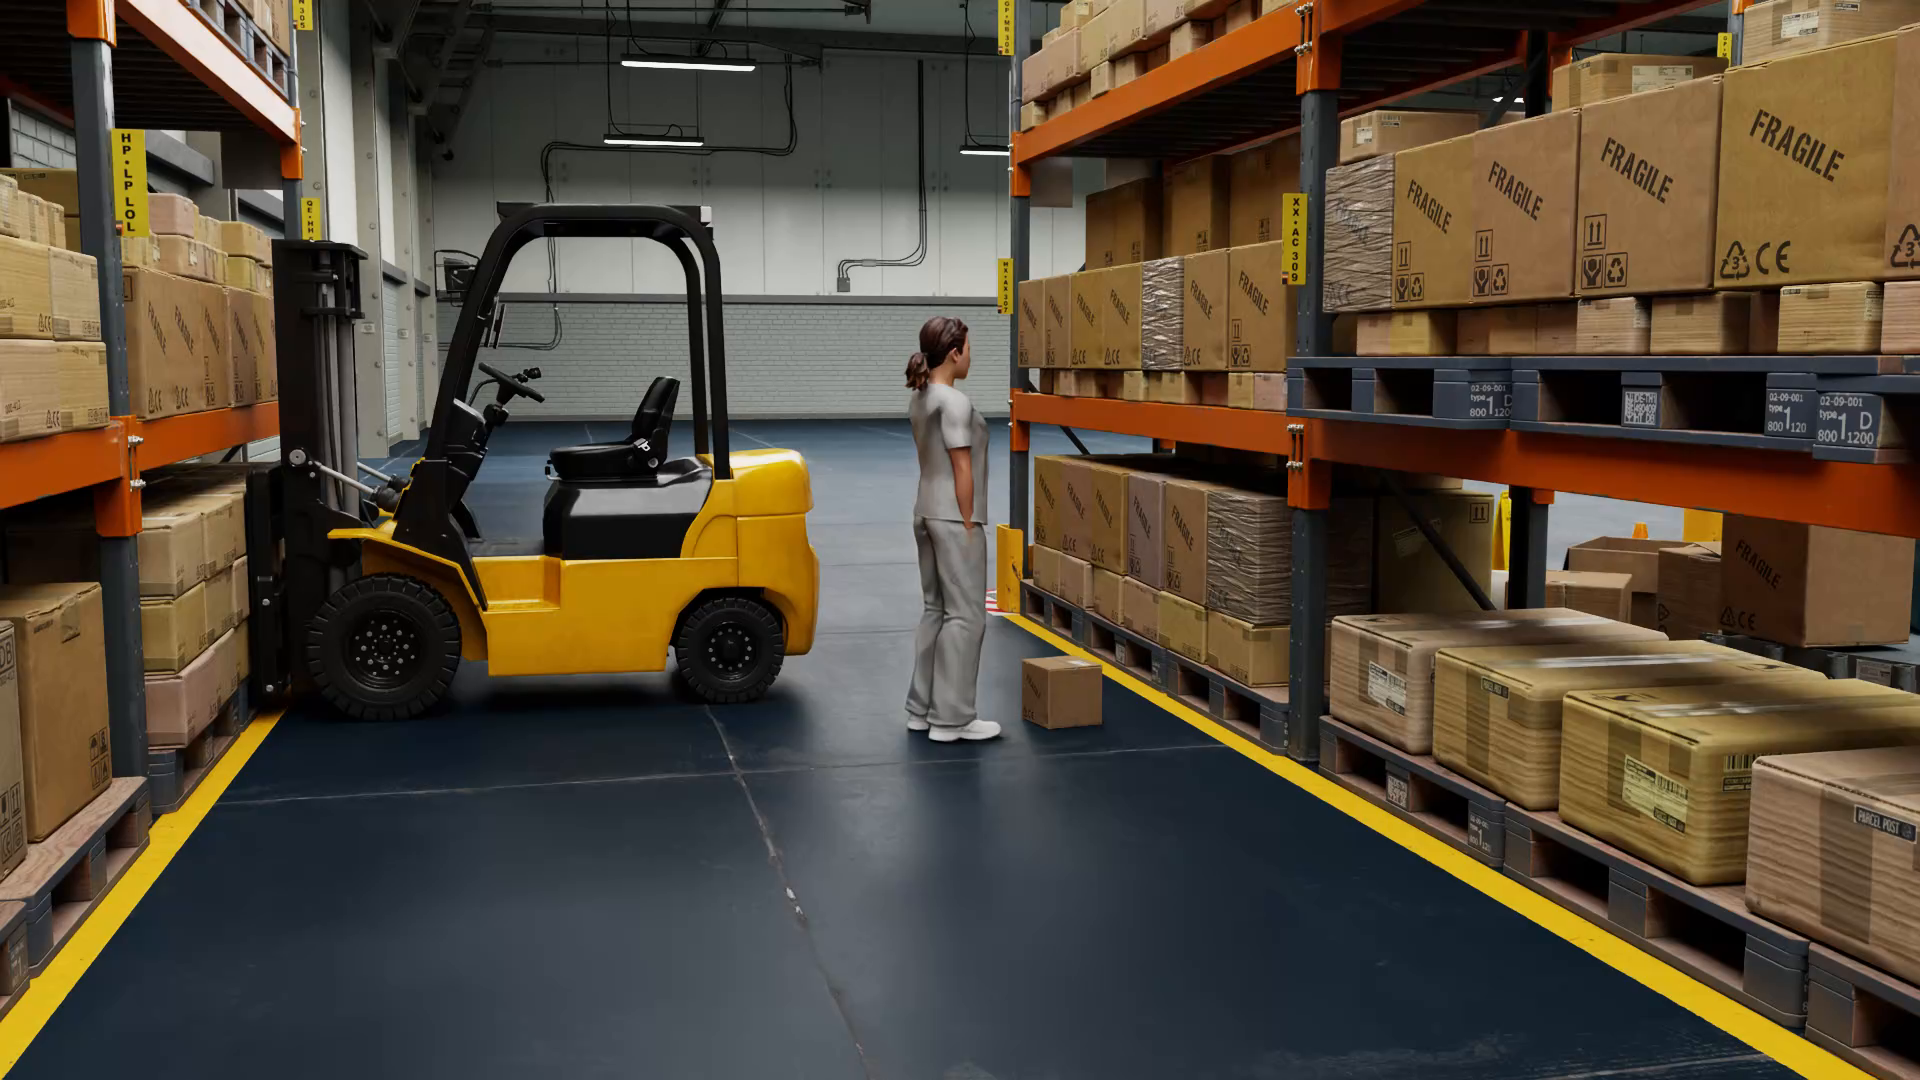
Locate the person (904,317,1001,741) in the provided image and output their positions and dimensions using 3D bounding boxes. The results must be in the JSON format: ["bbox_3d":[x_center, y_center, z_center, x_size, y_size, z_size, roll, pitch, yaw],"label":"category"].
[{"bbox_3d":[-0.050,-0.050,6.644,0.346,1.671,0.439,-3,7,-24],"label":"person"}]
